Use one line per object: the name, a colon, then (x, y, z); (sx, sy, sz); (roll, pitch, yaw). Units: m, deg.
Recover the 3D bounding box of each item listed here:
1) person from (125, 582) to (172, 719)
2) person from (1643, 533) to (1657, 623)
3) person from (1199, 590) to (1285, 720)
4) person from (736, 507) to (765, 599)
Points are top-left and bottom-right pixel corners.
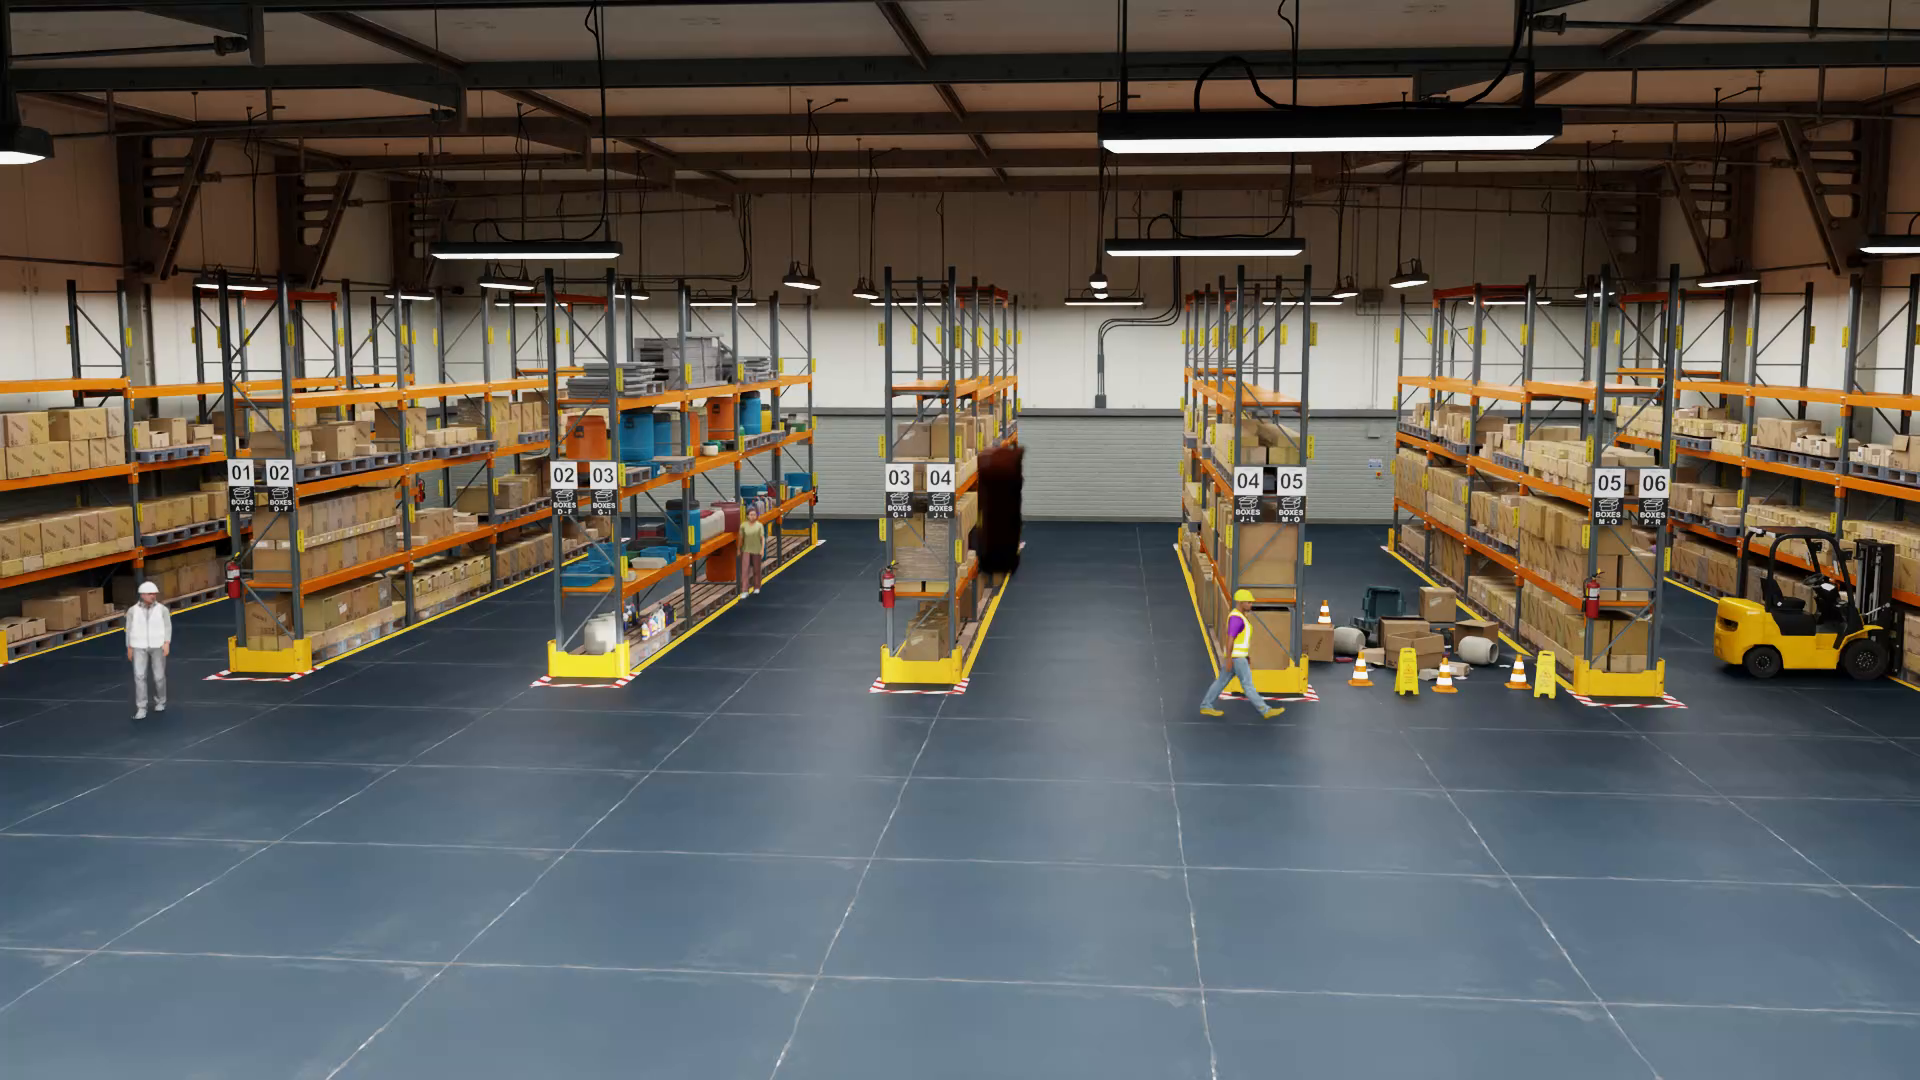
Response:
person: (-10.792, 1.463, 22.145); (0.571, 1.772, 0.765); (-3, 8, -26)
person: (12.179, 0.667, 29.207); (0.439, 1.598, 0.376); (-2, 7, -19)
person: (3.706, 1.492, 21.810); (1.092, 1.692, 0.594); (1, 7, 6)
person: (-3.800, 0.219, 30.141); (0.530, 1.612, 1.010); (0, 7, -4)
